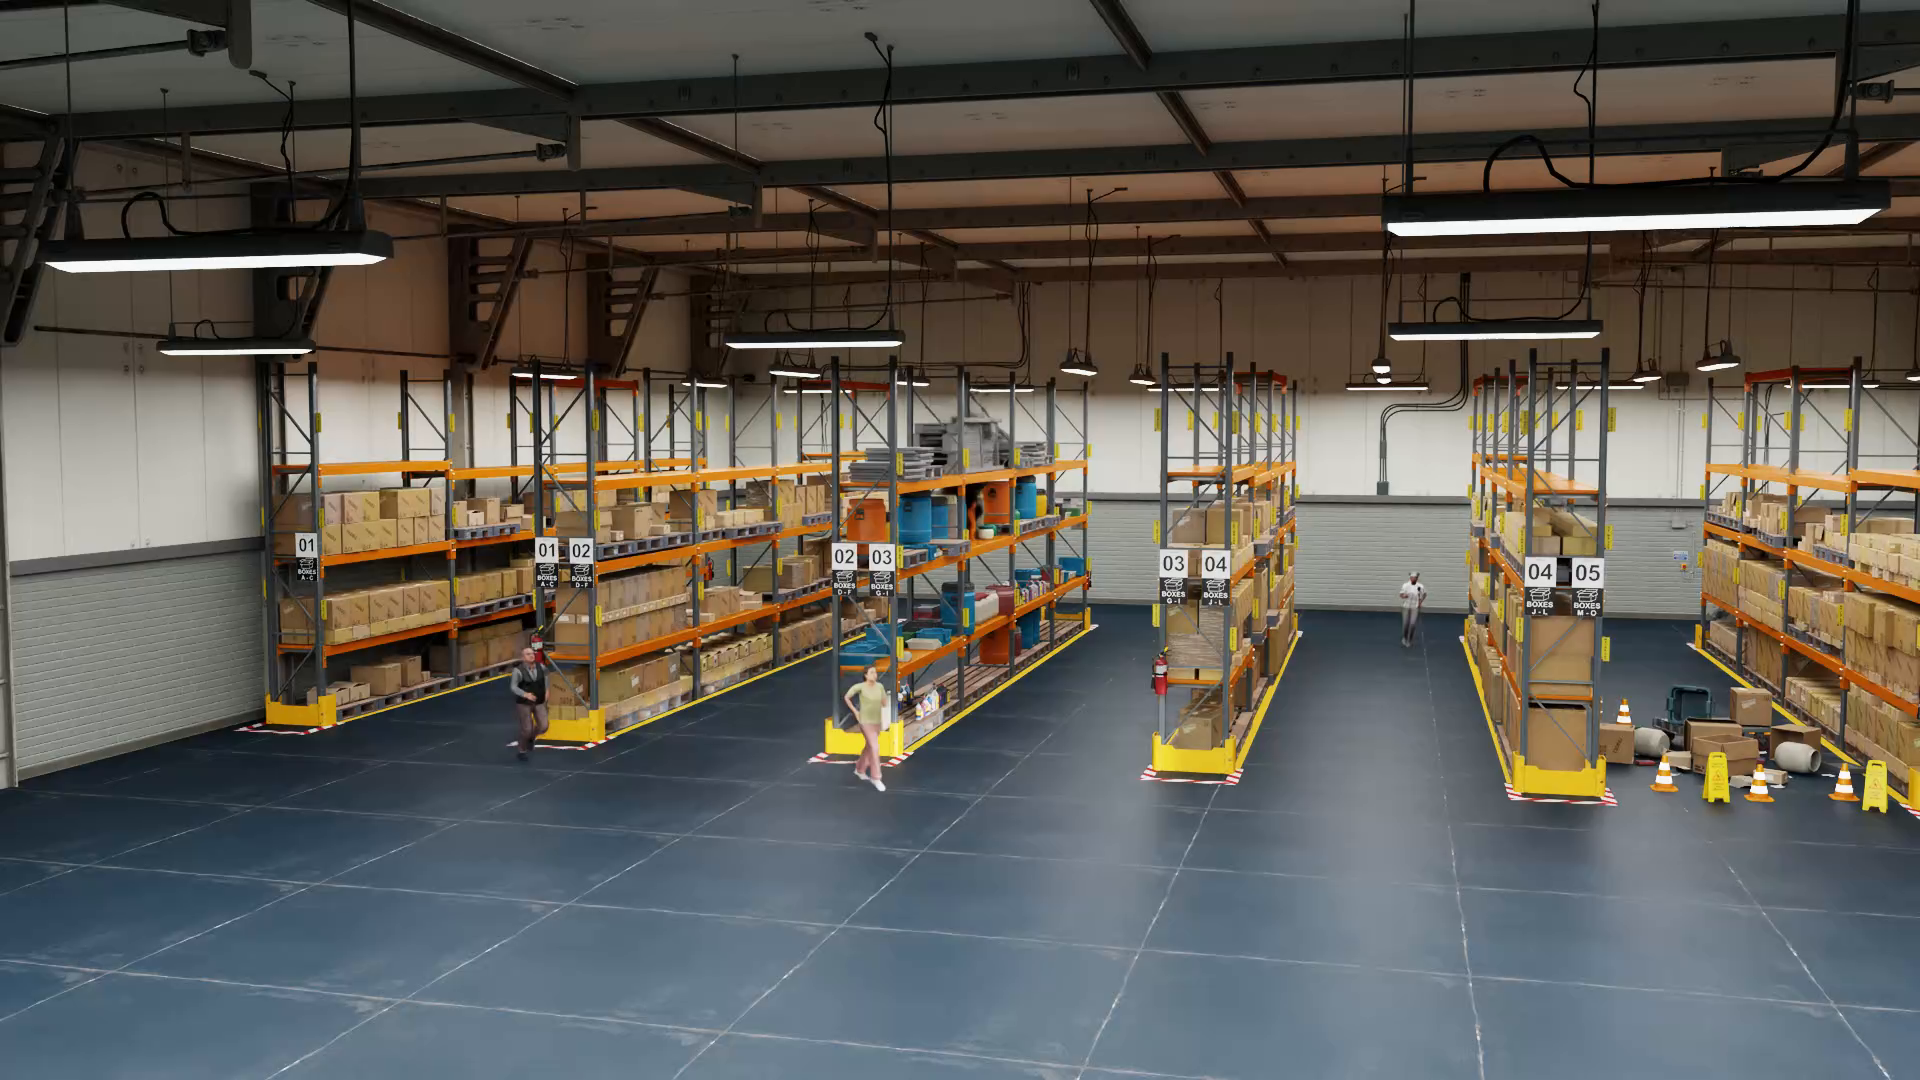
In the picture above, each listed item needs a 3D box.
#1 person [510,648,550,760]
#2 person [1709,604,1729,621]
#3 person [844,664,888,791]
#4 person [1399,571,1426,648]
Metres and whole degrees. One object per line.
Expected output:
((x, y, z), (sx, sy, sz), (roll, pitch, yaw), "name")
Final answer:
((-6.330, 2.433, 24.647), (0.691, 1.681, 0.671), (-3, 5, -38), "person")
((17.444, 1.453, 38.111), (0.759, 1.730, 0.510), (-3, 5, -41), "person")
((-1.243, 2.548, 22.881), (0.577, 1.700, 0.776), (-3, 5, -39), "person")
((10.115, 1.558, 37.212), (0.580, 1.745, 0.729), (1, 4, 19), "person")
